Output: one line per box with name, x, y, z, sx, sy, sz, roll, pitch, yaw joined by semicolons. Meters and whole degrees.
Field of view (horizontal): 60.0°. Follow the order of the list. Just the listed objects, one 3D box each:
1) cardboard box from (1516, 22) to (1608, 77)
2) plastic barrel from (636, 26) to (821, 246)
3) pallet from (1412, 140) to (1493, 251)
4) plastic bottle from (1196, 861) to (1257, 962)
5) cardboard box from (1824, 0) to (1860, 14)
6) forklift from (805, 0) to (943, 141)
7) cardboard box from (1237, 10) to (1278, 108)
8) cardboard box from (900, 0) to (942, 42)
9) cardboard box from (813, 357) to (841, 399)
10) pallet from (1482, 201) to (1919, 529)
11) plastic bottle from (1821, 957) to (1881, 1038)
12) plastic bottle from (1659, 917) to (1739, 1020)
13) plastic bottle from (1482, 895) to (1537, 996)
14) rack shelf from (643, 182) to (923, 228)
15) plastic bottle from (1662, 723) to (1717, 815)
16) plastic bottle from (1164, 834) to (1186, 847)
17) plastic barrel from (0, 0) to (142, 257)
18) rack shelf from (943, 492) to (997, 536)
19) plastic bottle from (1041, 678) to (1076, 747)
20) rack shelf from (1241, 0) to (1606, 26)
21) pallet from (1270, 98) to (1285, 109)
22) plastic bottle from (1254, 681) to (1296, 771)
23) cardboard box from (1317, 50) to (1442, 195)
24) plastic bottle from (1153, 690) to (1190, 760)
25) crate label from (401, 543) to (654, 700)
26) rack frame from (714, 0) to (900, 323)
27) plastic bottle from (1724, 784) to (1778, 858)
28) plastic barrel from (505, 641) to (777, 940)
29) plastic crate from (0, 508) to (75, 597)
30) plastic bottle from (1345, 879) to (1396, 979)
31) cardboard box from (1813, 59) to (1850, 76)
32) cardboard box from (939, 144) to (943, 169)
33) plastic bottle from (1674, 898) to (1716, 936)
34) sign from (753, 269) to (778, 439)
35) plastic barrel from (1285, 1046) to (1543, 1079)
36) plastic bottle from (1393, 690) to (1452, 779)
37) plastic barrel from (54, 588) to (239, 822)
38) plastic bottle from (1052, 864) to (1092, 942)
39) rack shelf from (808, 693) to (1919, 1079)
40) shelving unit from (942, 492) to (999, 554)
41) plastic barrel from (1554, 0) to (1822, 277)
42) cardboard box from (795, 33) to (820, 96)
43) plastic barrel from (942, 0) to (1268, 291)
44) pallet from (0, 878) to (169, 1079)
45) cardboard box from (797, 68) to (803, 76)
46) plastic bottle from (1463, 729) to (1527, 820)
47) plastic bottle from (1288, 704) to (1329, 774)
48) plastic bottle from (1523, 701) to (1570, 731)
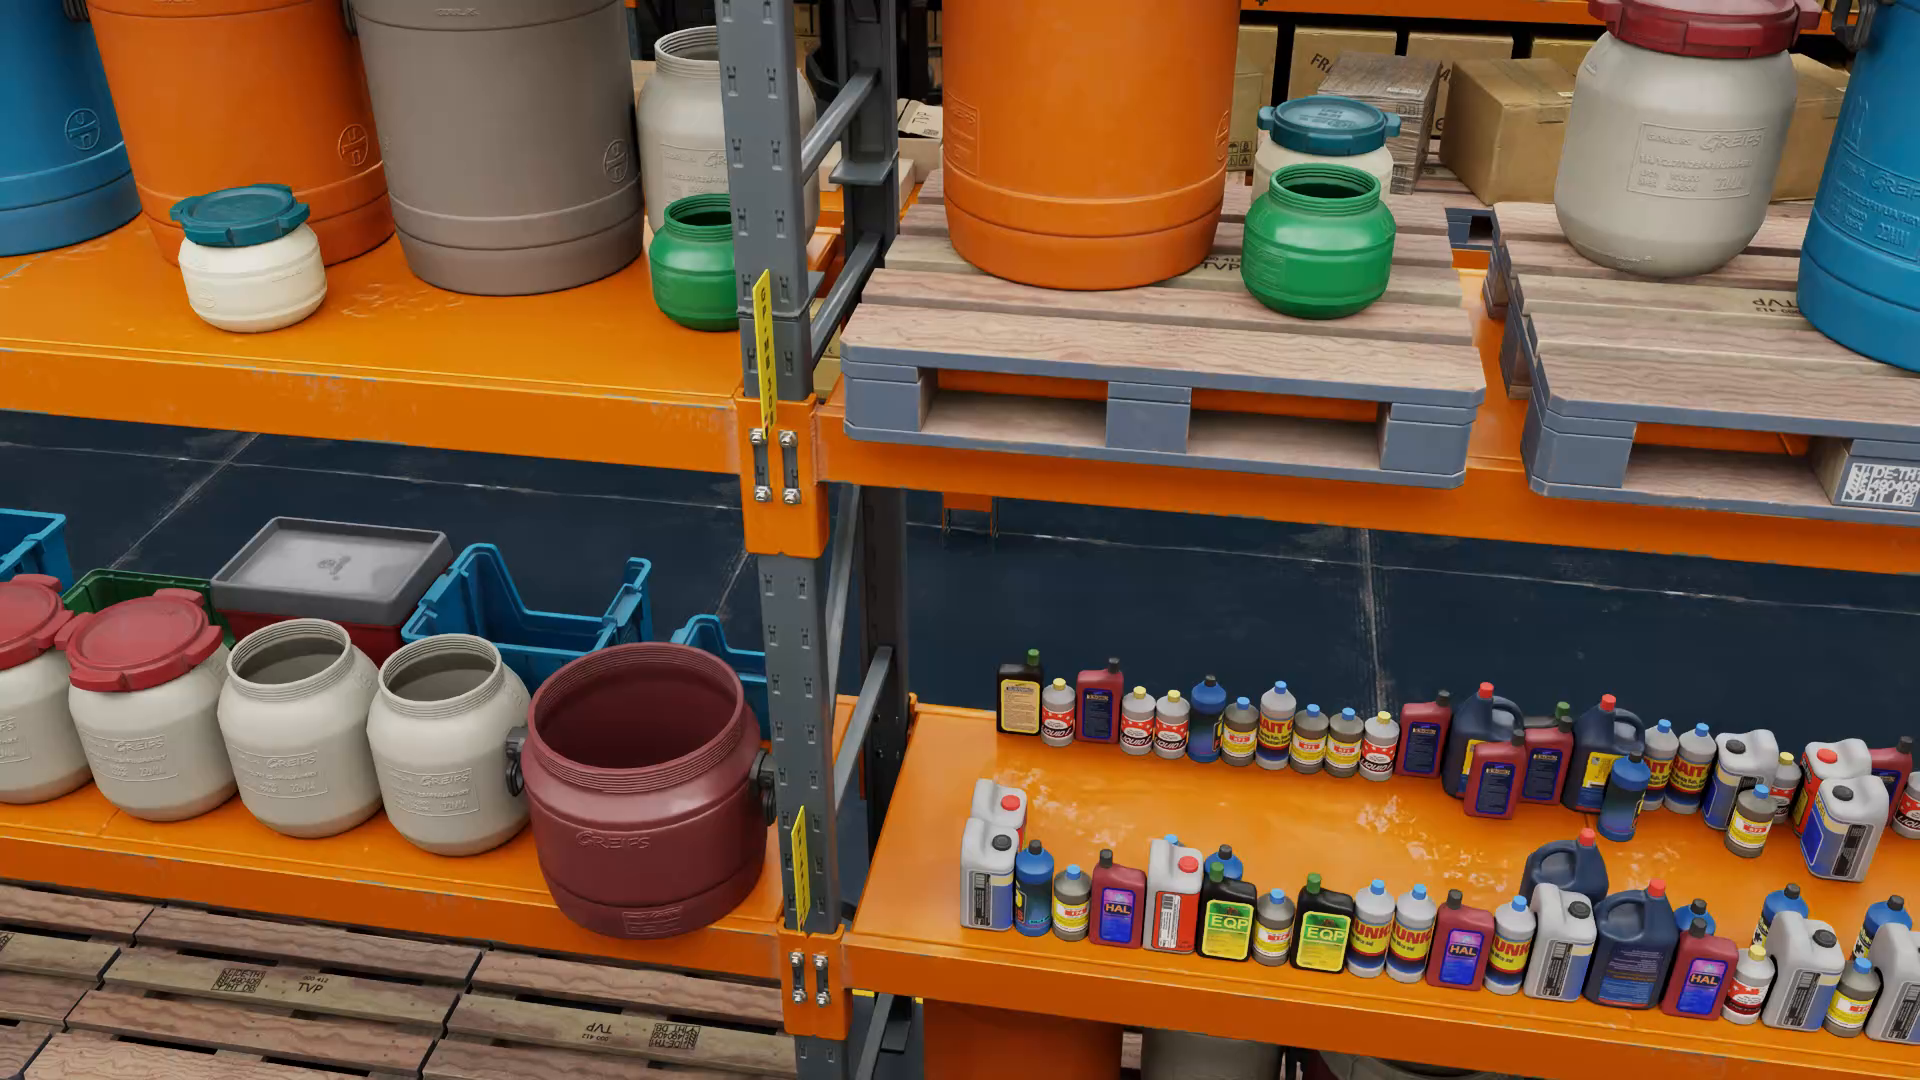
cardboard box;4.651;-3.506;12.654;0.750;0.750;0.750;6;32;9
plastic barrel;-0.551;-0.931;3.978;0.421;0.512;0.421;0;32;0
pallet;2.459;-1.762;8.419;1.213;0.211;1.003;5;32;8
plastic bottle;0.656;0.910;4.080;0.133;0.283;0.061;5;32;8
cardboard box;6.564;-4.251;11.932;0.700;0.700;0.980;4;32;7
forklift;-0.114;-3.079;10.407;3.031;2.935;1.130;-7;33;-11
cardboard box;2.073;-3.739;13.026;0.750;0.750;0.750;5;32;8
cardboard box;-0.407;-4.215;13.391;0.500;0.250;0.500;5;32;8
cardboard box;-0.528;-0.991;9.202;0.500;0.250;0.500;5;32;8
pallet;1.739;-0.378;3.377;1.213;0.211;1.003;5;32;8
plastic bottle;2.095;1.065;3.909;0.097;0.201;0.097;0;32;0
plastic bottle;1.750;1.009;3.921;0.133;0.283;0.061;5;32;8
plastic bottle;1.324;0.965;4.002;0.097;0.271;0.097;0;32;0
rack shelf;-1.431;-1.889;9.118;4.000;0.370;1.077;5;32;8
plastic bottle;2.003;0.618;4.556;0.097;0.271;0.097;0;32;0
plastic bottle;0.535;0.842;4.265;0.097;0.201;0.097;0;32;0
plastic barrel;-2.412;-1.217;4.067;0.708;0.901;0.600;5;32;8
rack shelf;0.053;-0.196;8.117;0.240;0.259;0.215;5;32;8
plastic bottle;0.285;0.492;4.823;0.097;0.201;0.097;0;32;0
rack shelf;3.342;-4.123;12.687;4.000;0.370;1.077;5;32;8
pallet;2.135;-3.314;13.346;1.213;0.211;1.003;5;32;8
plastic bottle;0.896;0.518;4.716;0.097;0.271;0.097;0;32;0
cardboard box;2.050;-2.057;8.218;0.500;0.500;0.700;11;34;17
plastic bottle;0.608;0.522;4.777;0.097;0.201;0.097;0;32;0
crate label;-1.230;0.330;4.862;0.616;0.435;0.502;5;32;8
rack frame;-0.296;-1.968;2.912;0.127;3.000;1.000;5;32;8
plastic bottle;2.111;0.740;4.428;0.097;0.201;0.097;0;32;0
plastic barrel;-0.805;0.635;4.281;0.708;0.536;0.600;5;32;8
plastic crate;-3.100;0.161;5.181;0.575;0.384;0.392;5;32;8
plastic bottle;1.001;0.936;4.049;0.097;0.271;0.097;0;32;0
cardboard box;6.340;-3.396;12.197;0.250;0.149;0.380;6;33;10
cardboard box;0.190;-2.032;8.754;0.500;0.311;0.500;7;33;11
plastic bottle;1.745;0.971;3.993;0.097;0.271;0.097;0;32;0
sign;-0.382;-0.363;3.275;0.005;0.325;0.100;5;32;8
plastic barrel;1.302;1.555;4.815;0.708;0.588;0.600;5;32;8
plastic bottle;1.301;0.540;4.670;0.133;0.283;0.061;5;32;8
plastic barrel;-2.183;0.465;4.552;0.433;0.535;0.433;0;32;0
plastic bottle;0.282;0.901;4.171;0.097;0.201;0.097;0;32;0
rack shelf;1.675;1.059;4.409;4.000;0.370;1.077;5;32;8
shelving unit;0.053;-0.440;7.964;0.252;1.050;0.215;5;32;8
plastic barrel;1.477;-0.852;3.433;0.433;0.535;0.433;0;32;0
cardboard box;-1.326;-4.013;13.776;0.500;0.500;0.700;5;32;7
plastic barrel;0.263;-1.004;3.399;0.708;0.830;0.600;5;32;8
pallet;-3.459;1.450;5.734;1.213;0.211;1.003;5;32;8
cardboard box;-1.116;-2.199;8.841;0.500;0.500;0.500;3;32;6
plastic bottle;1.459;0.632;4.524;0.133;0.283;0.061;5;32;8
plastic bottle;0.992;0.556;4.721;0.097;0.201;0.097;0;32;0
plastic bottle;1.615;0.568;4.625;0.133;0.283;0.061;5;32;8
